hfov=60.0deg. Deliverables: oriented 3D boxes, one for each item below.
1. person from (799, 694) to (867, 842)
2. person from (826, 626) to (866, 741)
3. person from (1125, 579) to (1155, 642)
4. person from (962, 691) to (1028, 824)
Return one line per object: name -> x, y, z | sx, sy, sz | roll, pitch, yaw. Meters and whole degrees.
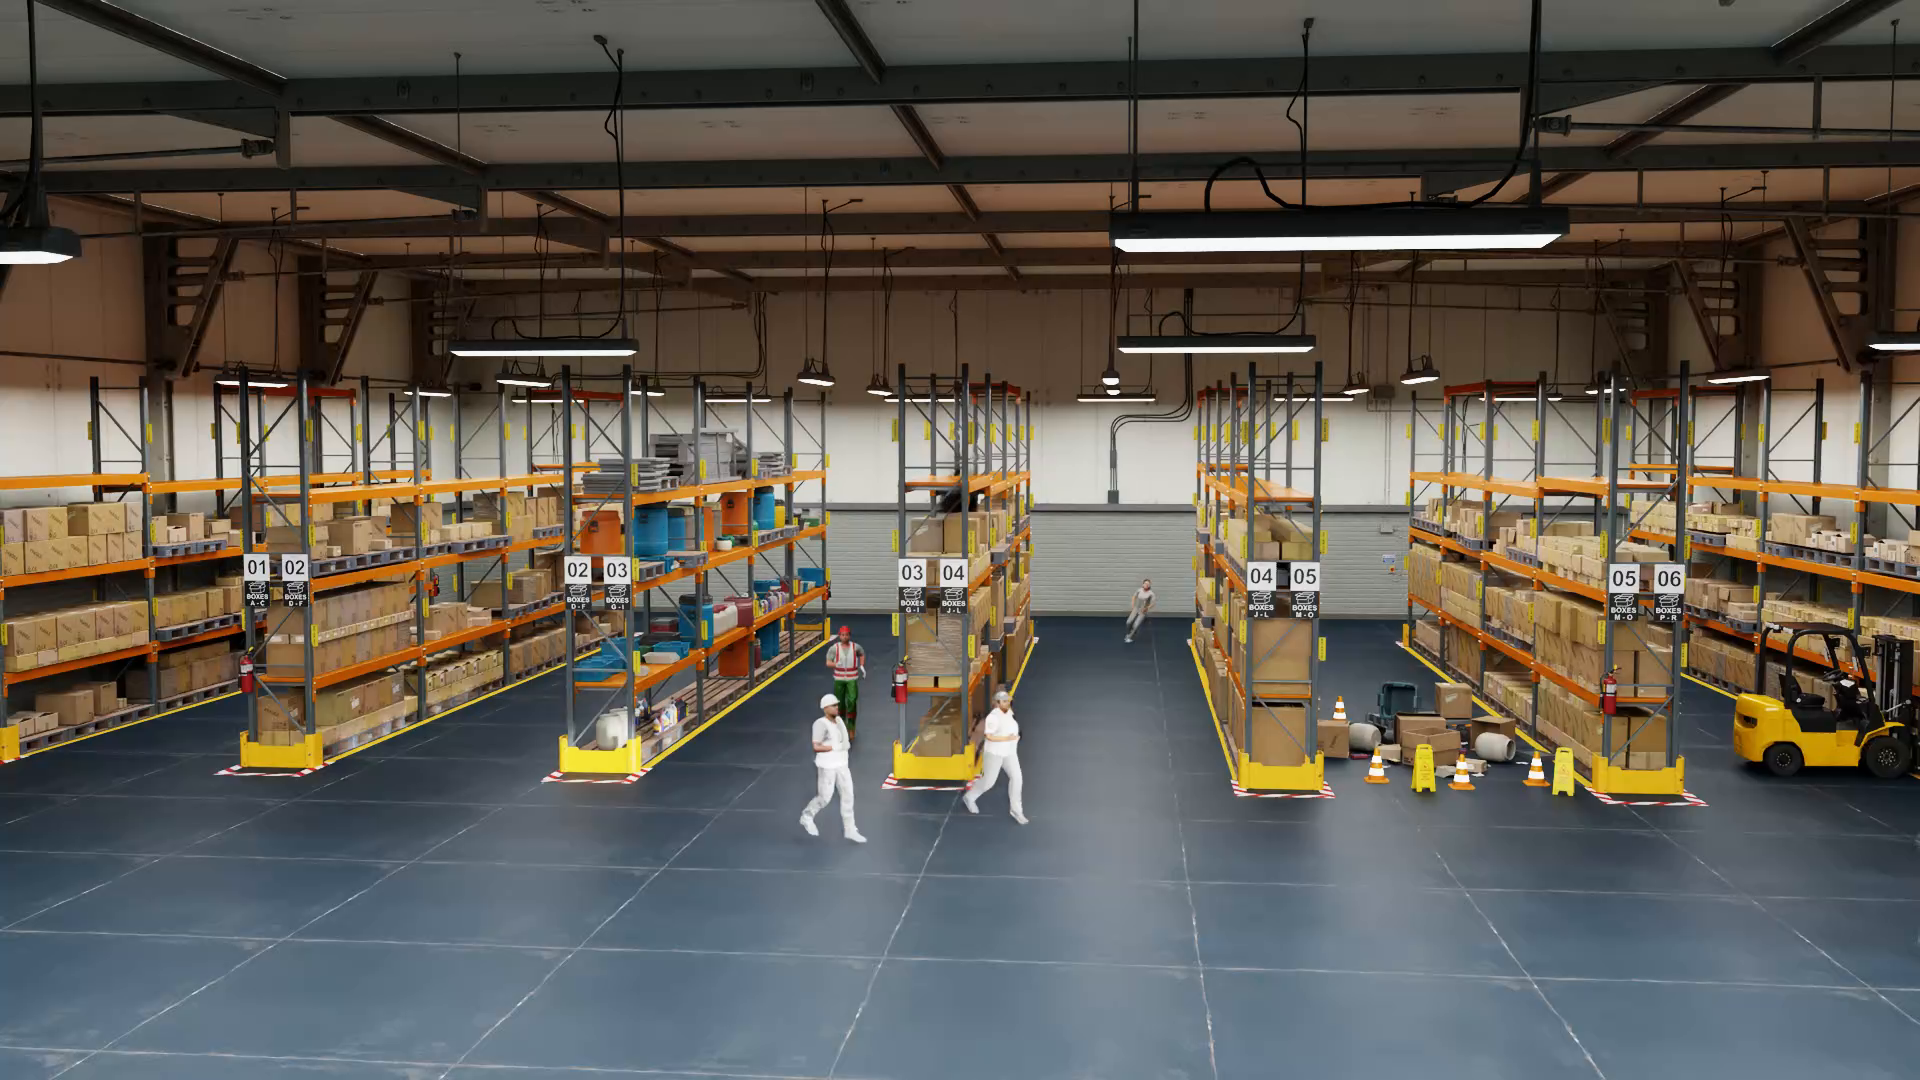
person -> -1.558, 2.770, 20.317 | 0.929, 1.779, 0.683 | 2, 4, 33
person -> -1.878, 2.330, 27.443 | 0.654, 1.834, 0.855 | 0, 4, -2
person -> 4.246, 1.687, 39.540 | 0.758, 1.540, 0.495 | 2, 4, 28
person -> 0.494, 2.795, 21.555 | 0.903, 1.706, 0.614 | 4, 5, 44
